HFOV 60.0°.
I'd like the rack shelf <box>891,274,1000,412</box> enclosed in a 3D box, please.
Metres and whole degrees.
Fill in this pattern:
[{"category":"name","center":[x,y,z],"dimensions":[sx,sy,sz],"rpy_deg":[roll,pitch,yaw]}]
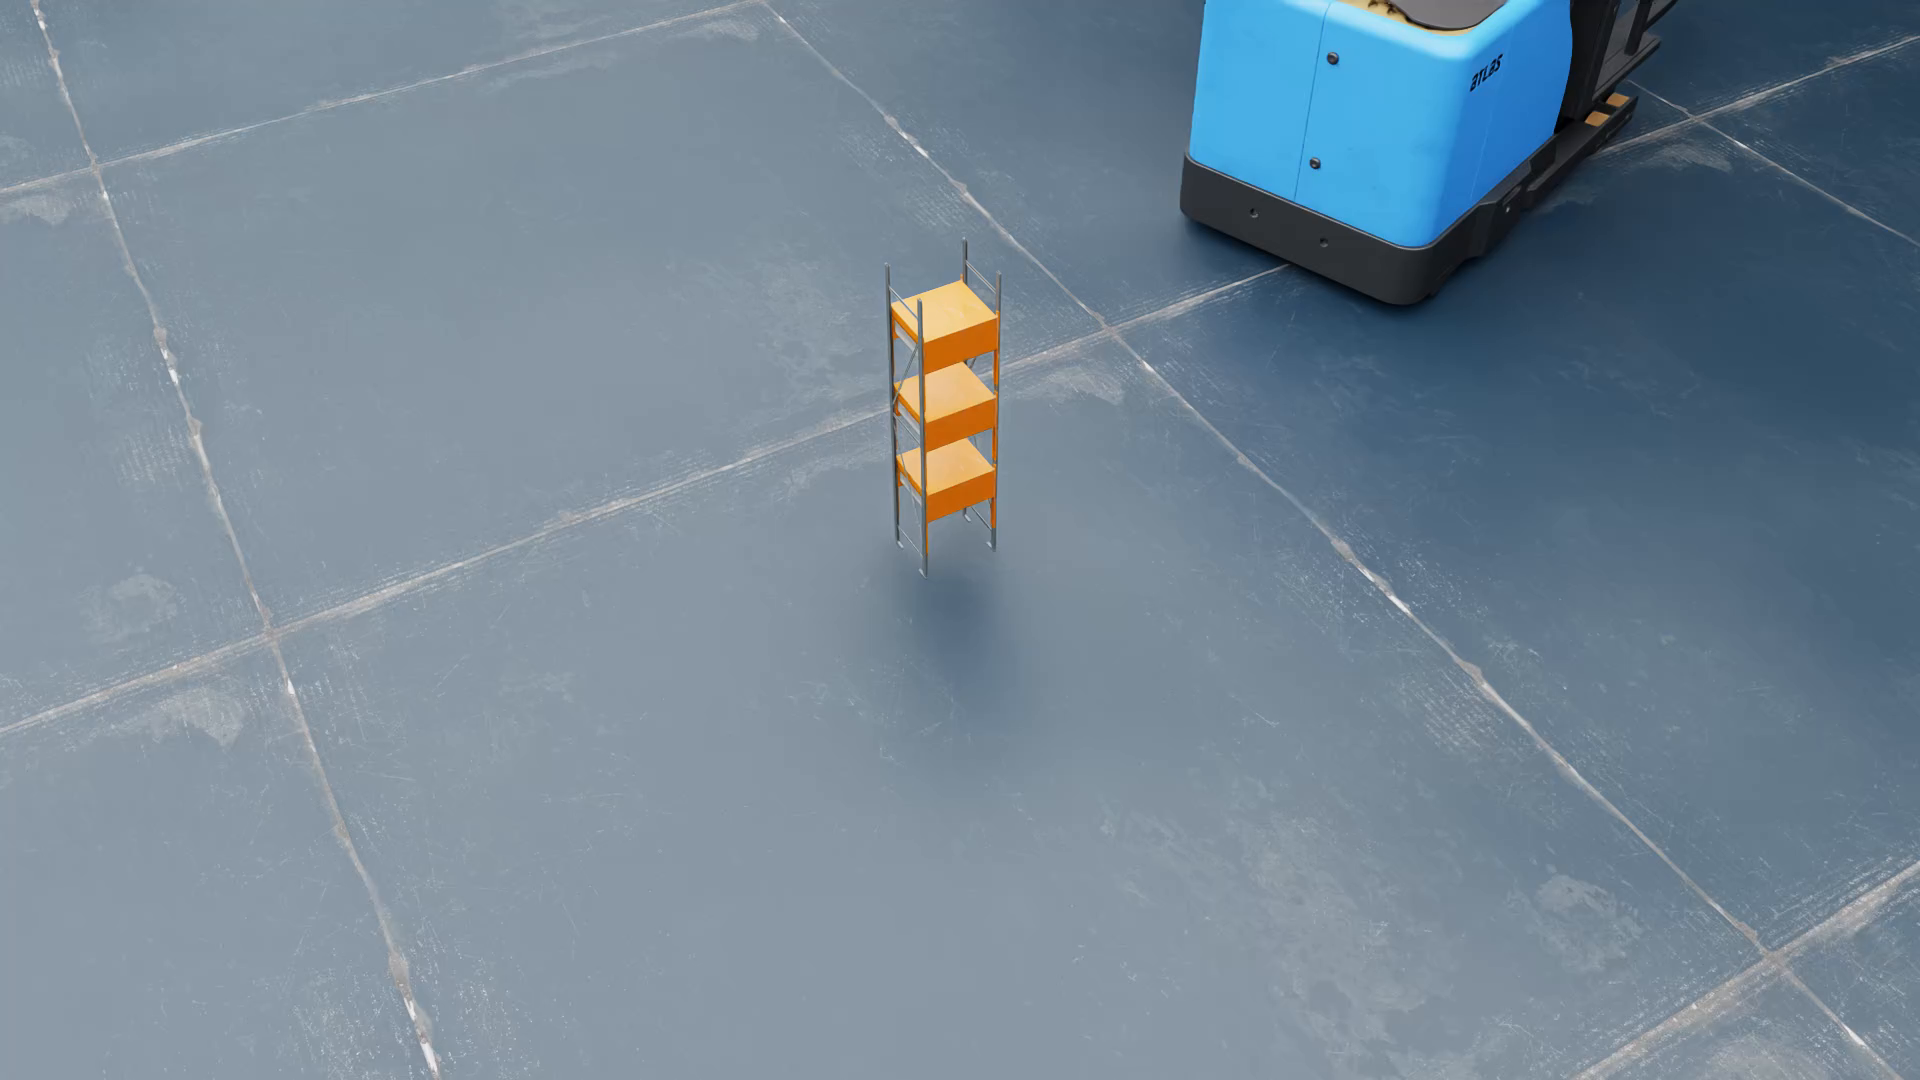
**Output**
[{"category":"rack shelf","center":[-0.046,-0.554,4.675],"dimensions":[0.240,0.259,0.215],"rpy_deg":[-22,48,-21]}]

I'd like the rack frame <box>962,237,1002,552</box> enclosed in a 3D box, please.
[{"category":"rack frame","center":[0.059,-0.401,4.909],"dimensions":[0.008,1.050,0.200],"rpy_deg":[-22,48,-21]}]

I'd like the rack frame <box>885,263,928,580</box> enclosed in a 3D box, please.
[{"category":"rack frame","center":[-0.152,-0.316,4.822],"dimensions":[0.008,1.050,0.200],"rpy_deg":[-22,48,-21]}]

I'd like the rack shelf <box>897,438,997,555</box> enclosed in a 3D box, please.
[{"category":"rack shelf","center":[-0.046,-0.151,5.066],"dimensions":[0.240,0.259,0.215],"rpy_deg":[-22,48,-21]}]

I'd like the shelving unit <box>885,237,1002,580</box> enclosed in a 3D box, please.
[{"category":"shelving unit","center":[-0.046,-0.358,4.865],"dimensions":[0.252,1.050,0.215],"rpy_deg":[-22,48,-21]}]

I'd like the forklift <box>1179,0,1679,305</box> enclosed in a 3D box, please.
[{"category":"forklift","center":[2.188,-2.862,6.094],"dimensions":[1.130,2.935,3.031],"rpy_deg":[30,52,28]}]

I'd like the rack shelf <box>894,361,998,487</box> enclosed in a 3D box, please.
[{"category":"rack shelf","center":[-0.046,-0.351,4.873],"dimensions":[0.240,0.259,0.215],"rpy_deg":[-22,48,-21]}]
